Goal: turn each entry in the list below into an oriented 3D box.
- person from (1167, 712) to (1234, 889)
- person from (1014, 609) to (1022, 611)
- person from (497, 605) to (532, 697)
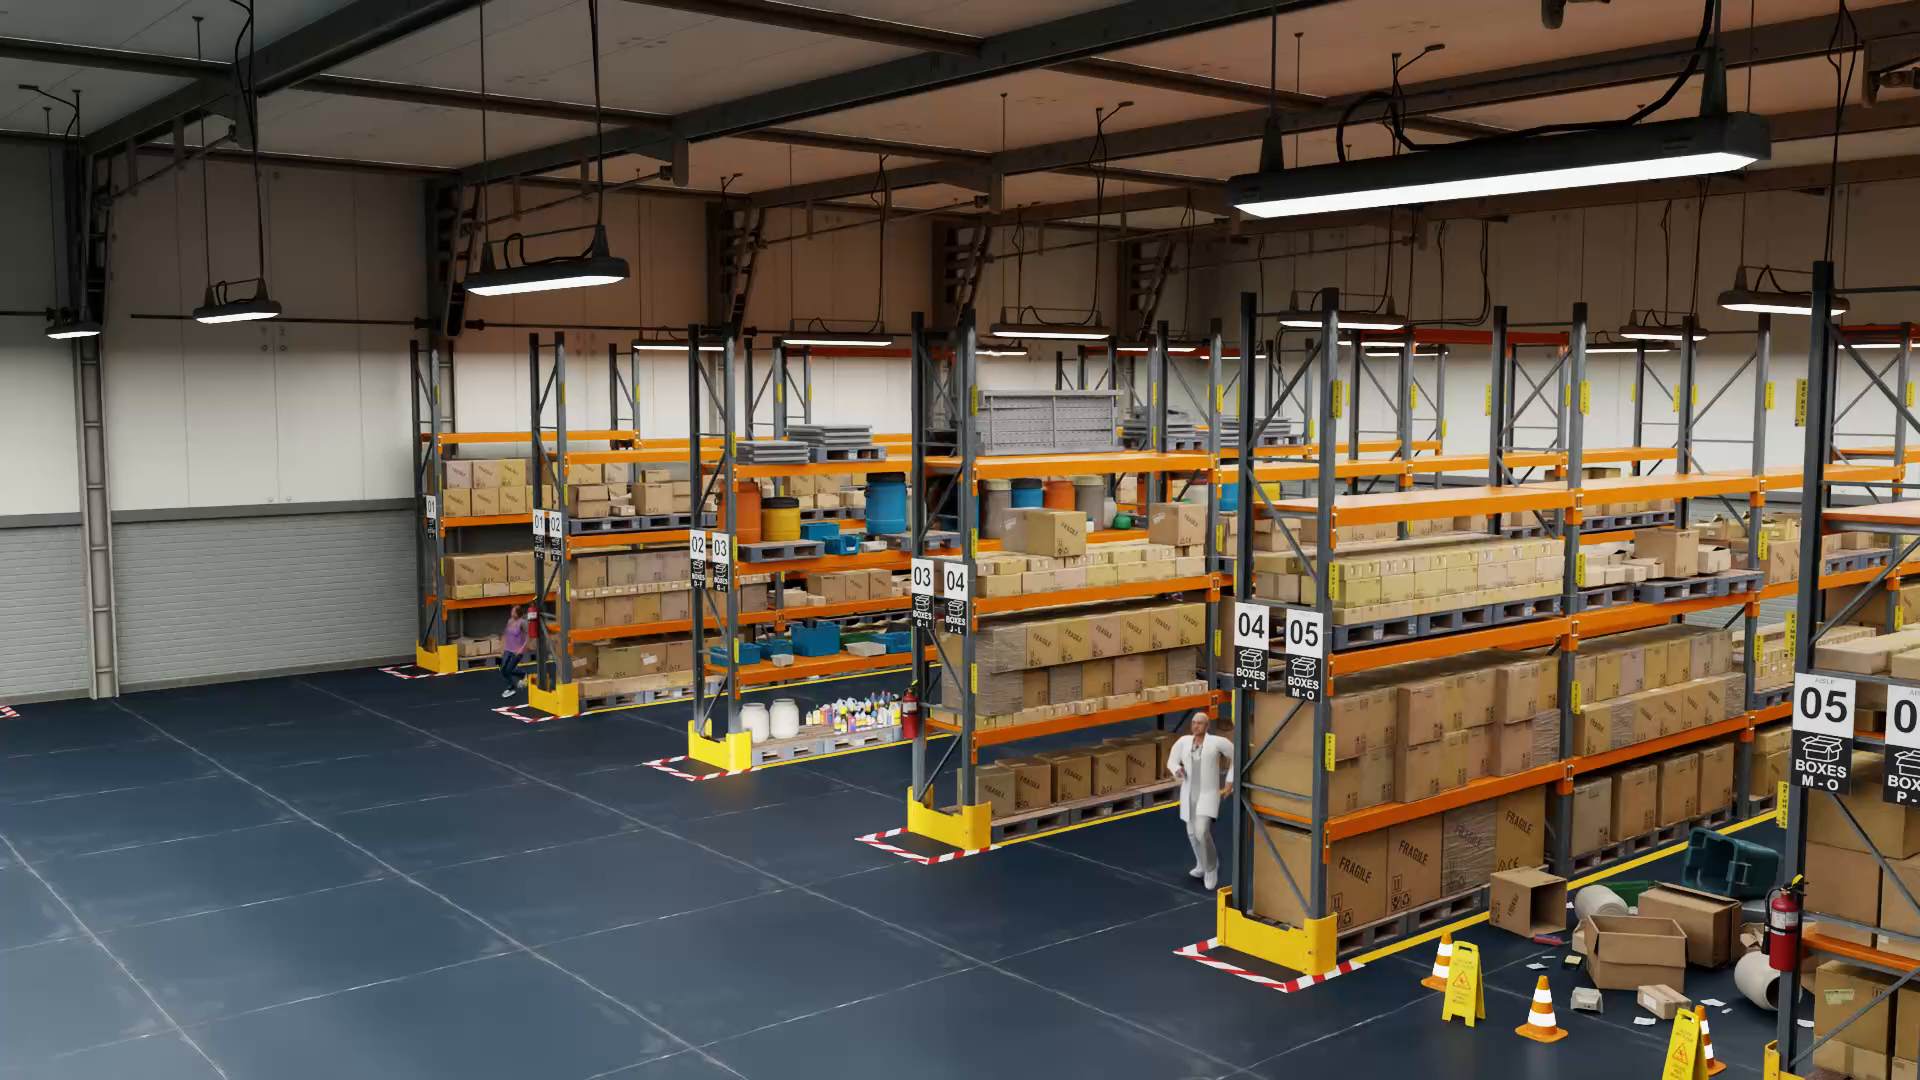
[{"bbox_3d":[2.481,2.696,17.236,0.720,1.828,0.738,3,6,32],"label":"person"},{"bbox_3d":[1.120,1.466,28.605,0.545,1.757,0.750,5,7,43],"label":"person"},{"bbox_3d":[-7.396,1.850,27.733,0.586,1.552,0.507,3,6,30],"label":"person"}]
